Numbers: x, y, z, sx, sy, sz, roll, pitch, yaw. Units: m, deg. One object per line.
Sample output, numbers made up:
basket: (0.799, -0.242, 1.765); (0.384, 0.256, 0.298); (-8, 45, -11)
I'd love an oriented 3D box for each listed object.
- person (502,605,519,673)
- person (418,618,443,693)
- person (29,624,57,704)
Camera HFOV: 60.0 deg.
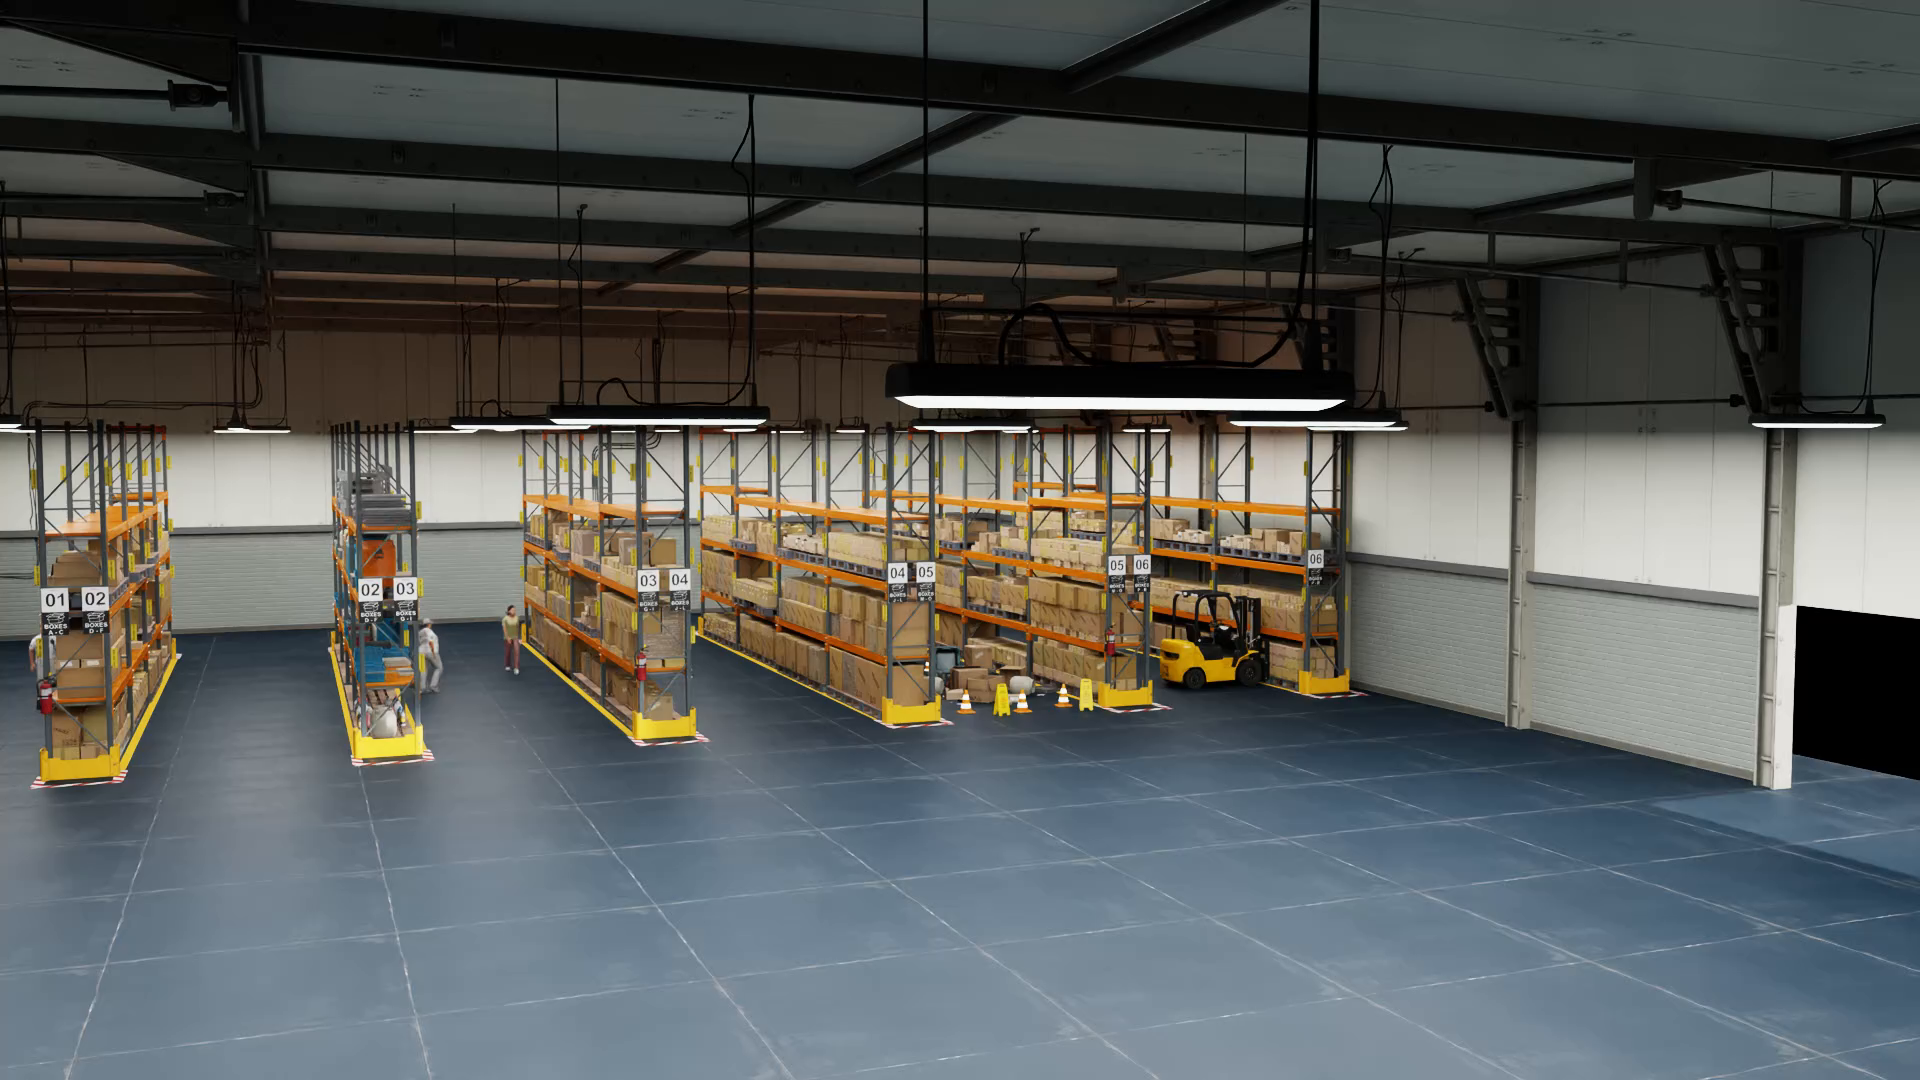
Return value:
person: (-10.851, 2.382, 40.259); (0.439, 1.615, 0.961); (-2, 4, -30)
person: (-11.856, 2.584, 37.114); (0.589, 1.665, 0.517); (2, 4, 25)
person: (-19.612, 2.637, 35.663); (0.626, 1.742, 0.660); (-2, 4, -32)
